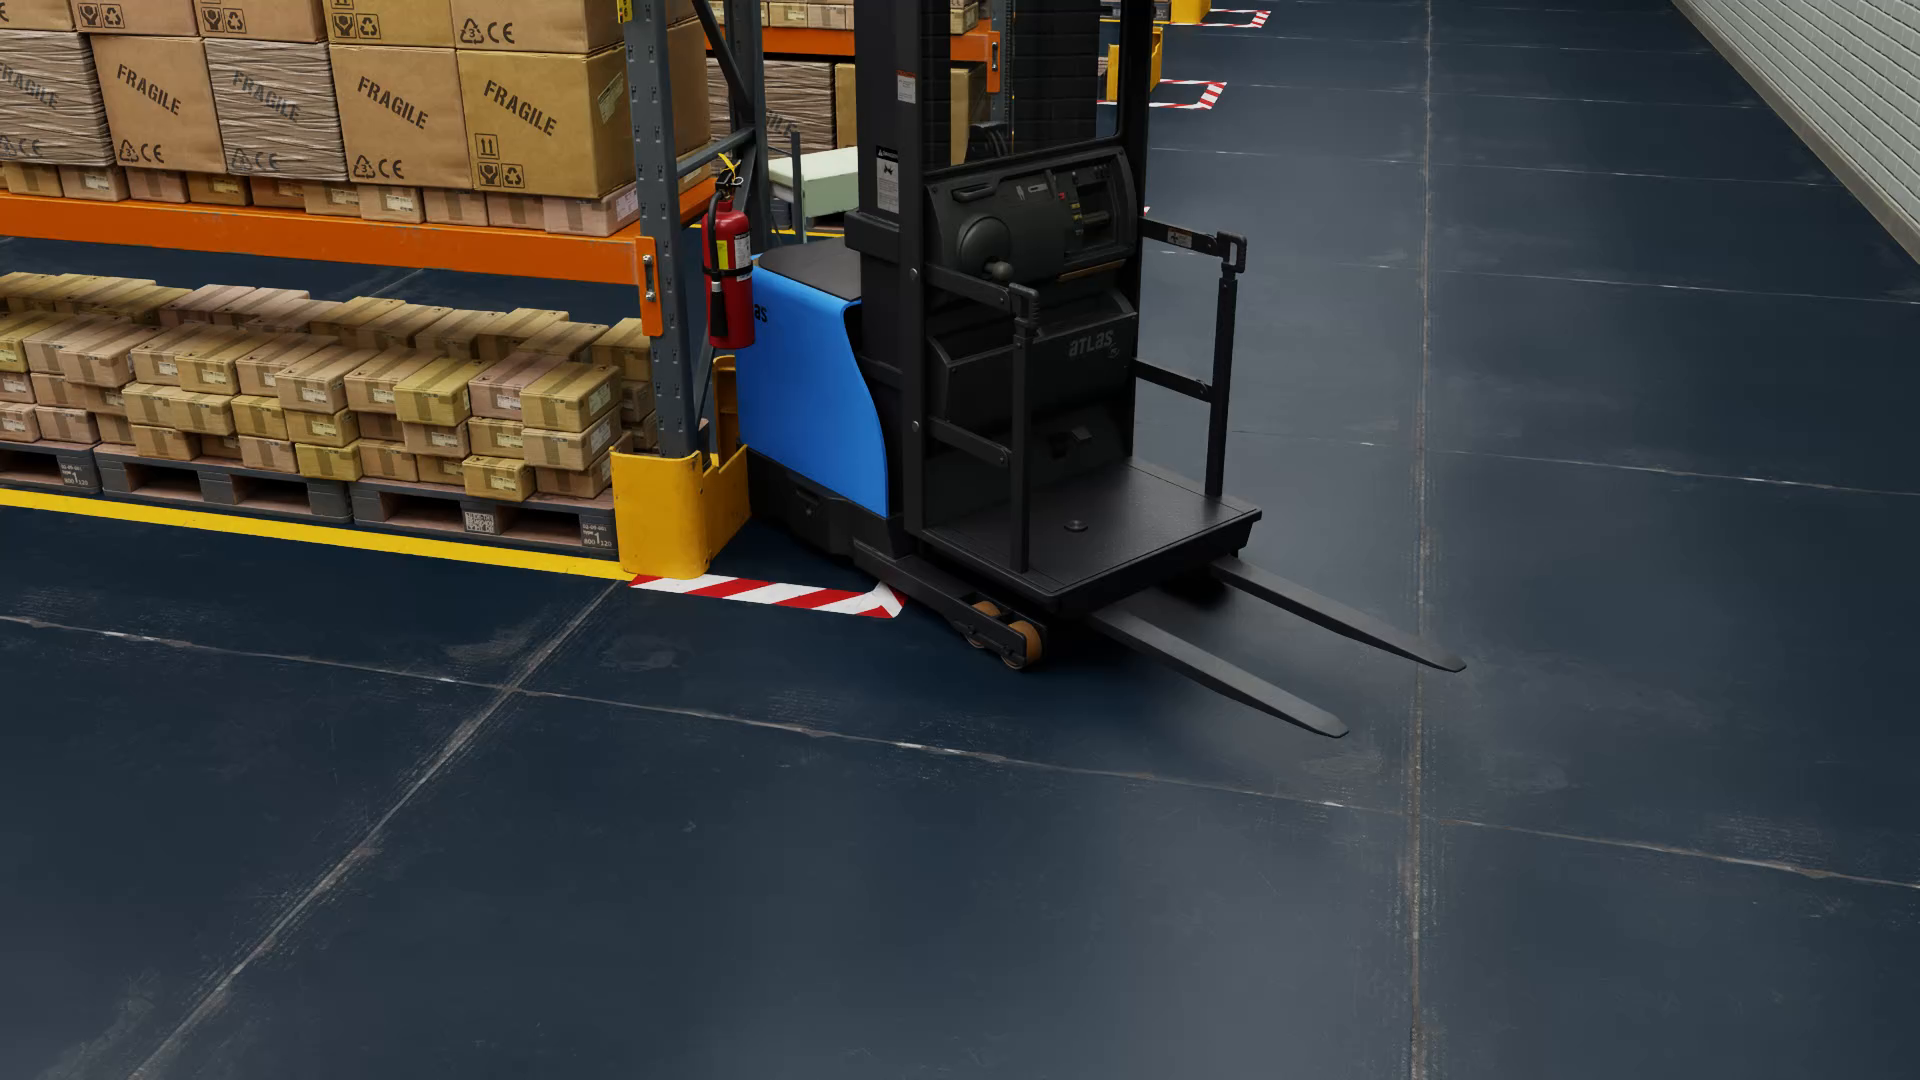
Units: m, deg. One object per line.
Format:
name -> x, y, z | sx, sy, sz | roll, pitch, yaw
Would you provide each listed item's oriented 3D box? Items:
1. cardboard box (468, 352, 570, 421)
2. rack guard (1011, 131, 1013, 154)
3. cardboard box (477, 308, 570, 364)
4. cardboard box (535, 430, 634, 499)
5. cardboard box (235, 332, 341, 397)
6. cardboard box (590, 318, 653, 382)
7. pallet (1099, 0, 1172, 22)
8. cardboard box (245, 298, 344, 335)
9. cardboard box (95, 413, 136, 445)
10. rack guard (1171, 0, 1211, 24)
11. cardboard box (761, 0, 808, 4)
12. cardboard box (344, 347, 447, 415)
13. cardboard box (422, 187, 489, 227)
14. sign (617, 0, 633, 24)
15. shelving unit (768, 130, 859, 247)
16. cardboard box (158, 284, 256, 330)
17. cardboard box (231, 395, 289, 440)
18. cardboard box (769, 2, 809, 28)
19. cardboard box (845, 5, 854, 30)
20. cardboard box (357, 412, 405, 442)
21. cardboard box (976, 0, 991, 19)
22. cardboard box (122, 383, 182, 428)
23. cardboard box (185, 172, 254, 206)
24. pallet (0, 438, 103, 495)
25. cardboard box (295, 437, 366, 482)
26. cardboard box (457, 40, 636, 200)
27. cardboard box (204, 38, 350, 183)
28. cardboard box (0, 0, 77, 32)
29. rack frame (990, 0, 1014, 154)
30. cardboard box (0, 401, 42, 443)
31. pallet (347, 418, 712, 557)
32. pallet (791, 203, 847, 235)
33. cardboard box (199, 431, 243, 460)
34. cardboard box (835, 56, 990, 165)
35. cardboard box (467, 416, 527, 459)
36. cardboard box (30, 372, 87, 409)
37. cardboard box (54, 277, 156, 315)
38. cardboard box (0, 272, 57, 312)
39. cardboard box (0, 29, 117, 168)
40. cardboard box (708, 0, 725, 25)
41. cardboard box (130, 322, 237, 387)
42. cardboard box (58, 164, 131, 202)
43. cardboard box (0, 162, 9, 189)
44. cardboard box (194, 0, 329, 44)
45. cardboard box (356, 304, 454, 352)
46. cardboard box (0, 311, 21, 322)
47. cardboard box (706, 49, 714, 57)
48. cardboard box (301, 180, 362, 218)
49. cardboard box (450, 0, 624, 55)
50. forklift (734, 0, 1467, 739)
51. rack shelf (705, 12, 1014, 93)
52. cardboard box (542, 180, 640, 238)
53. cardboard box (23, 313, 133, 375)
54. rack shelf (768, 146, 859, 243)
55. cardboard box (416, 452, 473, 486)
cardboard box -> -1.767, -0.621, 6.700 | 0.250, 0.149, 0.380 | 7, 26, 14
rack guard -> 0.395, -2.371, 11.148 | 0.348, 0.500, 1.175 | 6, 26, 13
cardboard box -> -1.894, -0.876, 7.237 | 0.250, 0.149, 0.380 | 6, 26, 13
cardboard box -> -1.524, -0.320, 6.760 | 0.250, 0.149, 0.380 | 7, 26, 14
cardboard box -> -2.786, -0.730, 6.929 | 0.250, 0.149, 0.380 | 5, 26, 11
cardboard box -> -1.385, -0.816, 7.111 | 0.250, 0.149, 0.380 | 5, 26, 11
pallet -> 1.996, -6.460, 20.073 | 1.213, 0.211, 1.003 | 6, 26, 13
cardboard box -> -2.931, -0.936, 7.363 | 0.250, 0.149, 0.380 | 6, 26, 13
cardboard box -> -3.524, -0.552, 7.247 | 0.250, 0.149, 0.380 | 5, 26, 11
rack guard -> 2.769, -6.505, 19.832 | 0.348, 0.500, 1.175 | 6, 26, 13
cardboard box -> -1.148, -3.619, 10.690 | 0.500, 0.250, 0.500 | 5, 26, 11
cardboard box -> -2.284, -0.650, 6.761 | 0.250, 0.149, 0.380 | 5, 26, 11
cardboard box -> -1.826, -1.314, 6.314 | 0.250, 0.149, 0.380 | 6, 26, 12
sign -> -1.119, -1.884, 5.504 | 0.005, 0.325, 0.100 | 6, 26, 13
shelving unit -> -0.491, -1.139, 7.398 | 0.755, 1.500, 0.431 | -18, 31, -34
cardboard box -> -3.409, -1.032, 7.564 | 0.250, 0.149, 0.380 | 5, 26, 10
cardboard box -> -2.796, -0.562, 6.924 | 0.250, 0.149, 0.380 | 8, 27, 16
cardboard box -> -1.045, -3.398, 10.691 | 0.250, 0.149, 0.380 | 6, 26, 12
cardboard box -> -0.552, -3.344, 10.577 | 0.250, 0.149, 0.380 | 6, 26, 13
cardboard box -> -2.282, -0.549, 6.895 | 0.250, 0.149, 0.380 | 6, 26, 12
cardboard box -> 0.110, -3.564, 11.038 | 0.250, 0.149, 0.380 | 7, 26, 14
cardboard box -> -3.302, -0.617, 7.039 | 0.250, 0.149, 0.380 | 6, 26, 13
cardboard box -> -2.835, -1.448, 6.594 | 0.250, 0.149, 0.380 | 7, 26, 14
pallet -> -4.177, -0.560, 7.680 | 1.213, 0.211, 1.003 | 6, 26, 13
cardboard box -> -2.537, -0.391, 6.911 | 0.250, 0.149, 0.380 | 5, 26, 11
cardboard box -> -1.461, -1.568, 6.092 | 0.500, 0.500, 0.500 | 7, 26, 14
cardboard box -> -2.452, -1.676, 6.318 | 0.500, 0.500, 0.500 | 6, 26, 13
cardboard box -> -3.473, -2.241, 6.342 | 0.500, 0.500, 0.500 | 7, 26, 14
rack frame -> 0.371, -3.502, 10.616 | 0.127, 3.000, 1.000 | 6, 26, 13
cardboard box -> -4.052, -0.572, 7.290 | 0.250, 0.149, 0.380 | 6, 26, 13
pallet -> -1.813, -0.299, 7.132 | 1.213, 0.211, 1.003 | 6, 26, 13
pallet -> -0.423, -2.296, 11.327 | 1.213, 0.211, 1.003 | 6, 26, 13
cardboard box -> -3.023, -0.487, 7.112 | 0.250, 0.149, 0.380 | 7, 26, 14
cardboard box -> -0.268, -2.767, 11.056 | 0.875, 0.875, 0.875 | 6, 26, 13
cardboard box -> -1.784, -0.473, 6.735 | 0.250, 0.149, 0.380 | 6, 26, 12
cardboard box -> -3.791, -0.710, 7.233 | 0.250, 0.149, 0.380 | 5, 26, 10
cardboard box -> -3.926, -1.083, 7.671 | 0.250, 0.149, 0.380 | 6, 26, 13
cardboard box -> -4.426, -1.117, 7.743 | 0.250, 0.149, 0.380 | 7, 26, 14
cardboard box -> -3.459, -1.779, 6.534 | 0.500, 0.500, 0.500 | 6, 26, 12
cardboard box -> -1.536, -3.453, 10.806 | 0.250, 0.149, 0.380 | 7, 26, 14
cardboard box -> -3.276, -0.789, 7.053 | 0.250, 0.149, 0.380 | 5, 26, 11
cardboard box -> -3.355, -1.475, 6.652 | 0.250, 0.149, 0.380 | 7, 26, 15
cardboard box -> -3.841, -1.561, 6.832 | 0.250, 0.149, 0.380 | 5, 26, 11
cardboard box -> -2.464, -2.130, 6.110 | 0.500, 0.500, 0.500 | 8, 27, 16
cardboard box -> -2.421, -0.902, 7.291 | 0.250, 0.149, 0.380 | 7, 26, 15
cardboard box -> -4.302, -0.870, 7.223 | 0.250, 0.149, 0.380 | 8, 27, 16
cardboard box -> -2.012, -2.960, 11.461 | 0.875, 0.875, 0.875 | 6, 26, 13
cardboard box -> -2.327, -1.373, 6.436 | 0.250, 0.149, 0.380 | 5, 26, 11
cardboard box -> -1.467, -2.024, 5.887 | 0.500, 0.500, 0.500 | 6, 26, 12
forklift -> 0.406, -1.089, 5.703 | 1.129, 2.867, 3.031 | -20, 32, -36
rack shelf -> -1.566, -3.391, 11.220 | 4.000, 0.370, 1.077 | 6, 26, 13
cardboard box -> -1.348, -1.252, 6.182 | 0.250, 0.149, 0.380 | 6, 26, 13
cardboard box -> -3.786, -0.845, 7.171 | 0.250, 0.149, 0.380 | 6, 26, 12
rack shelf -> -0.491, -1.491, 7.230 | 0.720, 0.370, 0.431 | -18, 31, -34
cardboard box -> -2.032, -0.369, 6.864 | 0.250, 0.149, 0.380 | 6, 26, 13
